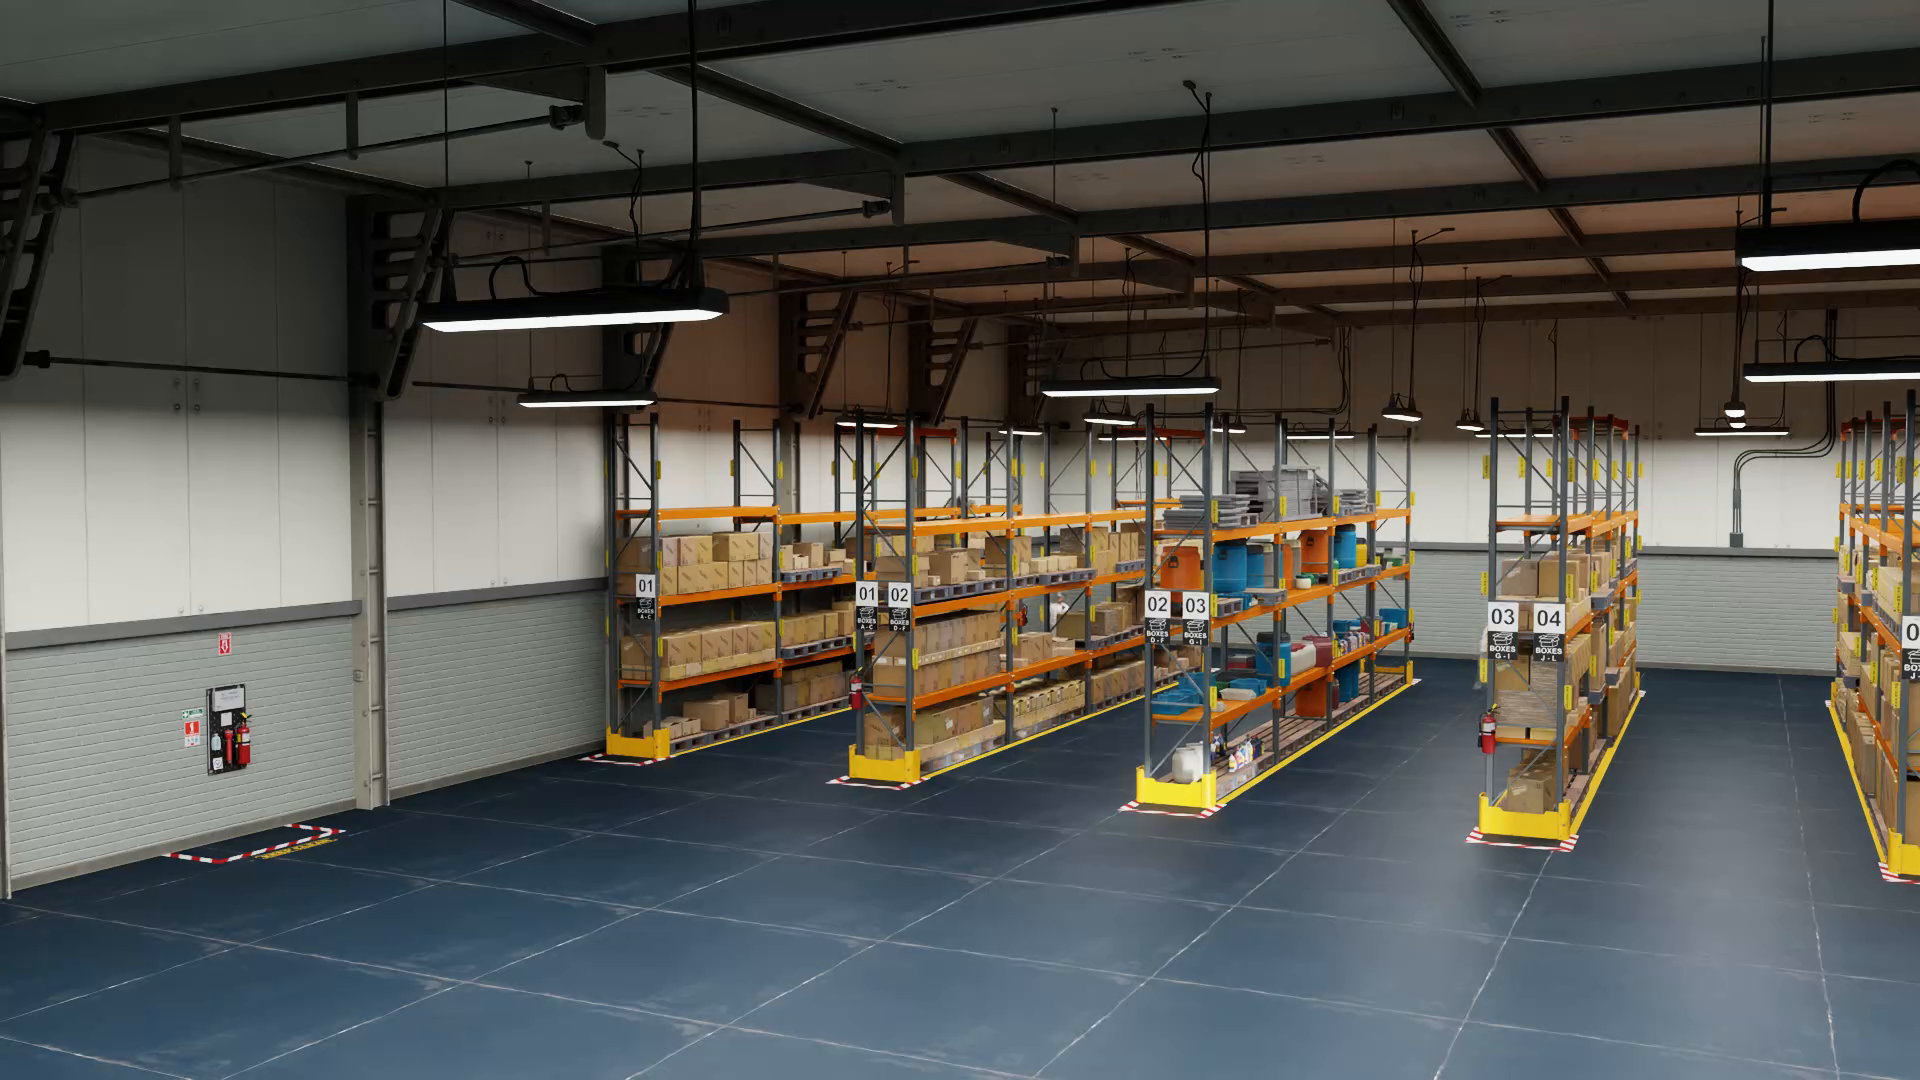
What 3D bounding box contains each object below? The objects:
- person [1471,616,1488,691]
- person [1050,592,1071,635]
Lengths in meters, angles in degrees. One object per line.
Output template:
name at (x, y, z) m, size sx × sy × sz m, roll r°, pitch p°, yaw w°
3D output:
person at (11.978, 2.561, 37.682) m, size 0.554 × 1.767 × 0.636 m, roll -2°, pitch 3°, yaw -35°
person at (2.631, 2.285, 44.156) m, size 0.648 × 1.767 × 0.595 m, roll 0°, pitch 2°, yaw -5°
